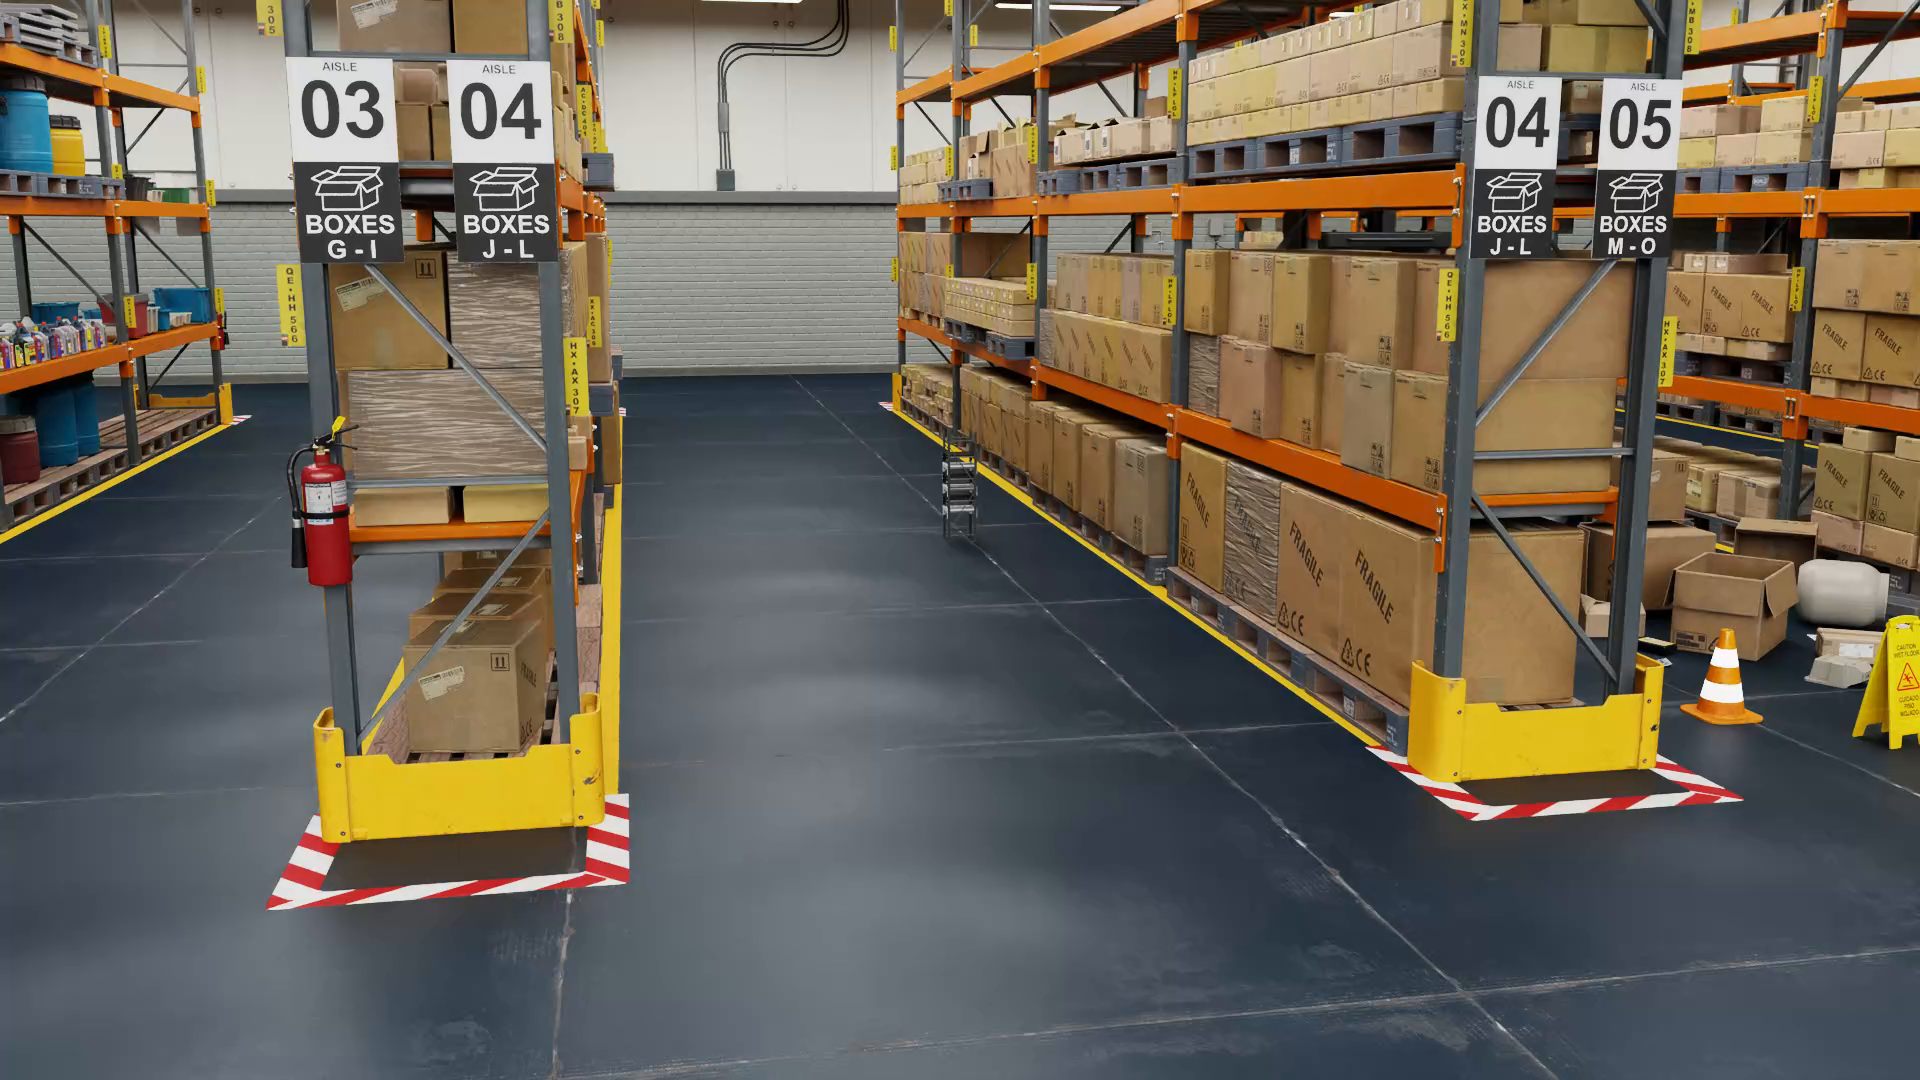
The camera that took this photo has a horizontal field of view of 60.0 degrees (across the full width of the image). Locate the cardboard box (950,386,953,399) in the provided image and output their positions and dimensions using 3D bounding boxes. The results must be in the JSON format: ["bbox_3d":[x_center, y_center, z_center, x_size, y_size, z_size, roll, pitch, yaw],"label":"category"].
[{"bbox_3d":[0.091,-1.752,19.788,0.380,0.149,0.250,-2,11,-9],"label":"cardboard box"}]

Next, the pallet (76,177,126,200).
[{"bbox_3d":[-9.080,-3.497,16.528,1.213,0.211,1.003,-2,11,-11],"label":"pallet"}]

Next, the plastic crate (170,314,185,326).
[{"bbox_3d":[-9.728,-2.693,20.367,0.396,0.136,0.243,-2,11,-11],"label":"plastic crate"}]

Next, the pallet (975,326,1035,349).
[{"bbox_3d":[0.768,-2.132,17.387,1.003,0.211,1.213,-2,11,-11],"label":"pallet"}]

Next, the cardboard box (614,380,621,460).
[{"bbox_3d":[-3.971,-1.156,16.308,1.225,0.875,0.875,-2,11,-11],"label":"cardboard box"}]

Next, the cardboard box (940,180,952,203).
[{"bbox_3d":[0.055,-4.078,19.479,0.500,0.250,0.500,-2,11,-10],"label":"cardboard box"}]

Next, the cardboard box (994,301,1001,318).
[{"bbox_3d":[0.543,-2.264,16.325,0.380,0.149,0.250,-2,11,-10],"label":"cardboard box"}]

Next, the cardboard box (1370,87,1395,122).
[{"bbox_3d":[2.253,-2.145,8.201,0.380,0.149,0.250,-2,11,-10],"label":"cardboard box"}]

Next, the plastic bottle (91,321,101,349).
[{"bbox_3d":[-8.845,-2.097,17.006,0.061,0.283,0.133,-2,11,-11],"label":"plastic bottle"}]

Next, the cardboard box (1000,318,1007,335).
[{"bbox_3d":[0.600,-2.067,16.081,0.380,0.149,0.250,-2,11,-11],"label":"cardboard box"}]

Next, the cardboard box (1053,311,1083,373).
[{"bbox_3d":[1.117,-1.728,14.486,0.500,0.500,0.500,-2,11,-12],"label":"cardboard box"}]

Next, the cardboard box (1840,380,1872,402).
[{"bbox_3d":[6.654,-1.092,12.083,0.380,0.149,0.250,-2,11,-9],"label":"cardboard box"}]

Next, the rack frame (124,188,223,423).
[{"bbox_3d":[-10.106,-2.990,21.382,1.000,3.000,0.127,-2,11,-11],"label":"rack frame"}]

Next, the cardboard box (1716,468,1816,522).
[{"bbox_3d":[6.702,-0.341,13.369,0.950,0.372,0.625,-2,11,-10],"label":"cardboard box"}]

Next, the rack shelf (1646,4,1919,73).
[{"bbox_3d":[6.418,-4.093,14.129,1.077,0.370,4.000,-2,11,-11],"label":"rack shelf"}]

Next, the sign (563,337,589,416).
[{"bbox_3d":[-1.604,-0.680,6.933,0.100,0.325,0.005,-2,11,-11],"label":"sign"}]

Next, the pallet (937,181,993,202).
[{"bbox_3d":[0.431,-3.862,18.446,1.213,0.211,1.003,-2,11,-11],"label":"pallet"}]

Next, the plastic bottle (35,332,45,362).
[{"bbox_3d":[-8.538,-1.784,15.393,0.097,0.271,0.097,0,11,0],"label":"plastic bottle"}]

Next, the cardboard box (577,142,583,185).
[{"bbox_3d":[-2.569,-2.295,10.109,0.500,0.250,0.500,-2,11,-9],"label":"cardboard box"}]

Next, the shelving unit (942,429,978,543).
[{"bbox_3d":[-0.002,-0.444,13.620,0.258,0.900,0.210,-2,11,-11],"label":"shelving unit"}]

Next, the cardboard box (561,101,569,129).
[{"bbox_3d":[-2.306,-2.274,8.934,0.380,0.149,0.250,-2,11,-8],"label":"cardboard box"}]

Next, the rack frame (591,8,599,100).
[{"bbox_3d":[-5.248,-6.117,21.767,1.000,3.000,0.127,-2,11,-11],"label":"rack frame"}]

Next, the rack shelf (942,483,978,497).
[{"bbox_3d":[-0.002,-0.411,13.626,0.258,0.077,0.200,-2,11,-11],"label":"rack shelf"}]

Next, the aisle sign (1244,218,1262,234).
[{"bbox_3d":[4.175,-4.810,23.992,0.394,0.787,0.004,-2,11,-11],"label":"aisle sign"}]

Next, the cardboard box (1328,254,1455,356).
[{"bbox_3d":[2.542,-1.276,9.088,0.875,0.550,0.550,-2,11,-11],"label":"cardboard box"}]

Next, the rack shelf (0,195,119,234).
[{"bbox_3d":[-8.939,-3.009,15.387,1.077,0.370,4.000,-2,11,-11],"label":"rack shelf"}]

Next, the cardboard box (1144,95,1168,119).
[{"bbox_3d":[1.806,-3.334,13.509,0.500,0.500,0.500,-2,11,-11],"label":"cardboard box"}]

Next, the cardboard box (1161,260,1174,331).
[{"bbox_3d":[1.869,-1.762,11.989,0.700,0.500,0.500,-2,11,-12],"label":"cardboard box"}]

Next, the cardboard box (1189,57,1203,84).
[{"bbox_3d":[1.708,-3.049,10.819,0.380,0.149,0.250,-2,11,-10],"label":"cardboard box"}]

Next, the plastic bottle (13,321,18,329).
[{"bbox_3d":[-9.649,-2.091,16.975,0.061,0.283,0.133,-2,11,-11],"label":"plastic bottle"}]

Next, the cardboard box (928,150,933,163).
[{"bbox_3d":[-0.191,-4.723,20.464,0.380,0.149,0.250,-2,11,-11],"label":"cardboard box"}]

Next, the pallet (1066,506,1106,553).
[{"bbox_3d":[1.506,-0.124,13.783,1.003,0.211,1.213,-2,11,-11],"label":"pallet"}]

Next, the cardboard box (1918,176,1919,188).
[{"bbox_3d":[6.789,-2.474,11.324,0.380,0.149,0.250,-2,11,-9],"label":"cardboard box"}]

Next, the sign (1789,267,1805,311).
[{"bbox_3d":[6.263,-1.877,12.440,0.100,0.325,0.005,-2,11,-11],"label":"sign"}]

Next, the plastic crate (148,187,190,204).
[{"bbox_3d":[-9.634,-4.189,20.225,0.450,0.188,0.336,-2,11,-11],"label":"plastic crate"}]

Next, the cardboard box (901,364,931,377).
[{"bbox_3d":[-0.594,-2.321,22.780,0.380,0.149,0.250,-3,11,-14],"label":"cardboard box"}]

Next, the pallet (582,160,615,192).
[{"bbox_3d":[-3.134,-2.657,12.116,1.213,0.211,1.003,-2,11,-11],"label":"pallet"}]

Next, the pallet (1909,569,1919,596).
[{"bbox_3d":[7.213,0.387,11.100,1.003,0.211,1.213,-2,11,-11],"label":"pallet"}]

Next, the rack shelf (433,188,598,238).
[{"bbox_3d":[-3.303,-2.456,12.479,1.077,0.370,4.000,-2,11,-11],"label":"rack shelf"}]

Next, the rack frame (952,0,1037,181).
[{"bbox_3d":[0.415,-5.545,18.763,1.000,3.000,0.127,-2,11,-11],"label":"rack frame"}]

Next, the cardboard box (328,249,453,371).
[{"bbox_3d":[-2.485,-1.014,7.262,0.500,0.500,0.500,-2,11,-11],"label":"cardboard box"}]

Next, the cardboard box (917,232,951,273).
[{"bbox_3d":[-0.250,-3.644,21.083,0.500,0.500,0.500,-2,11,-13],"label":"cardboard box"}]

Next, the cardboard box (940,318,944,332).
[{"bbox_3d":[-0.027,-2.562,19.805,0.380,0.149,0.250,-2,11,-13],"label":"cardboard box"}]

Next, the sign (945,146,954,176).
[{"bbox_3d":[-0.116,-4.304,18.884,0.100,0.325,0.005,-2,11,-11],"label":"sign"}]

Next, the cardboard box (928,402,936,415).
[{"bbox_3d":[-0.197,-1.653,20.861,0.380,0.149,0.250,-2,11,-11],"label":"cardboard box"}]

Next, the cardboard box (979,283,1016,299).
[{"bbox_3d":[0.399,-2.550,17.029,0.380,0.149,0.250,-2,11,-8],"label":"cardboard box"}]

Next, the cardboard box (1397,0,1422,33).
[{"bbox_3d":[2.303,-2.490,7.881,0.380,0.149,0.250,-2,11,-11],"label":"cardboard box"}]

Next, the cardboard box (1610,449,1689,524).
[{"bbox_3d":[5.067,-0.403,12.452,0.500,0.500,0.500,-2,11,-11],"label":"cardboard box"}]

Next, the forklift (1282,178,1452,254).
[{"bbox_3d":[3.217,-1.433,13.386,1.130,2.935,3.031,-2,11,-11],"label":"forklift"}]

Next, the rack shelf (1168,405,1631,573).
[{"bbox_3d":[2.360,-0.411,9.755,1.077,0.370,4.000,-2,11,-11],"label":"rack shelf"}]

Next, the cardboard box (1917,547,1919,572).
[{"bbox_3d":[6.877,0.128,11.233,0.500,0.250,0.500,-2,11,-12],"label":"cardboard box"}]

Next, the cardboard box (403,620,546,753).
[{"bbox_3d":[-2.241,0.671,7.710,0.500,0.500,0.500,0,11,0],"label":"cardboard box"}]

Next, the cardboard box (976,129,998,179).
[{"bbox_3d":[0.587,-4.040,17.481,0.797,0.503,0.637,-2,11,-12],"label":"cardboard box"}]

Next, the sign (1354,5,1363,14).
[{"bbox_3d":[4.702,-6.265,19.621,0.100,0.325,0.005,-2,11,-11],"label":"sign"}]

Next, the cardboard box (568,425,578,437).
[{"bbox_3d":[-2.306,-0.541,9.189,0.380,0.149,0.250,-2,11,-11],"label":"cardboard box"}]

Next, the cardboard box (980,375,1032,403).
[{"bbox_3d":[0.501,-1.608,17.681,0.500,0.250,0.500,-2,11,-9],"label":"cardboard box"}]

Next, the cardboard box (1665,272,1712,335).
[{"bbox_3d":[6.300,-1.993,13.959,0.500,0.500,0.500,-2,11,-9],"label":"cardboard box"}]
